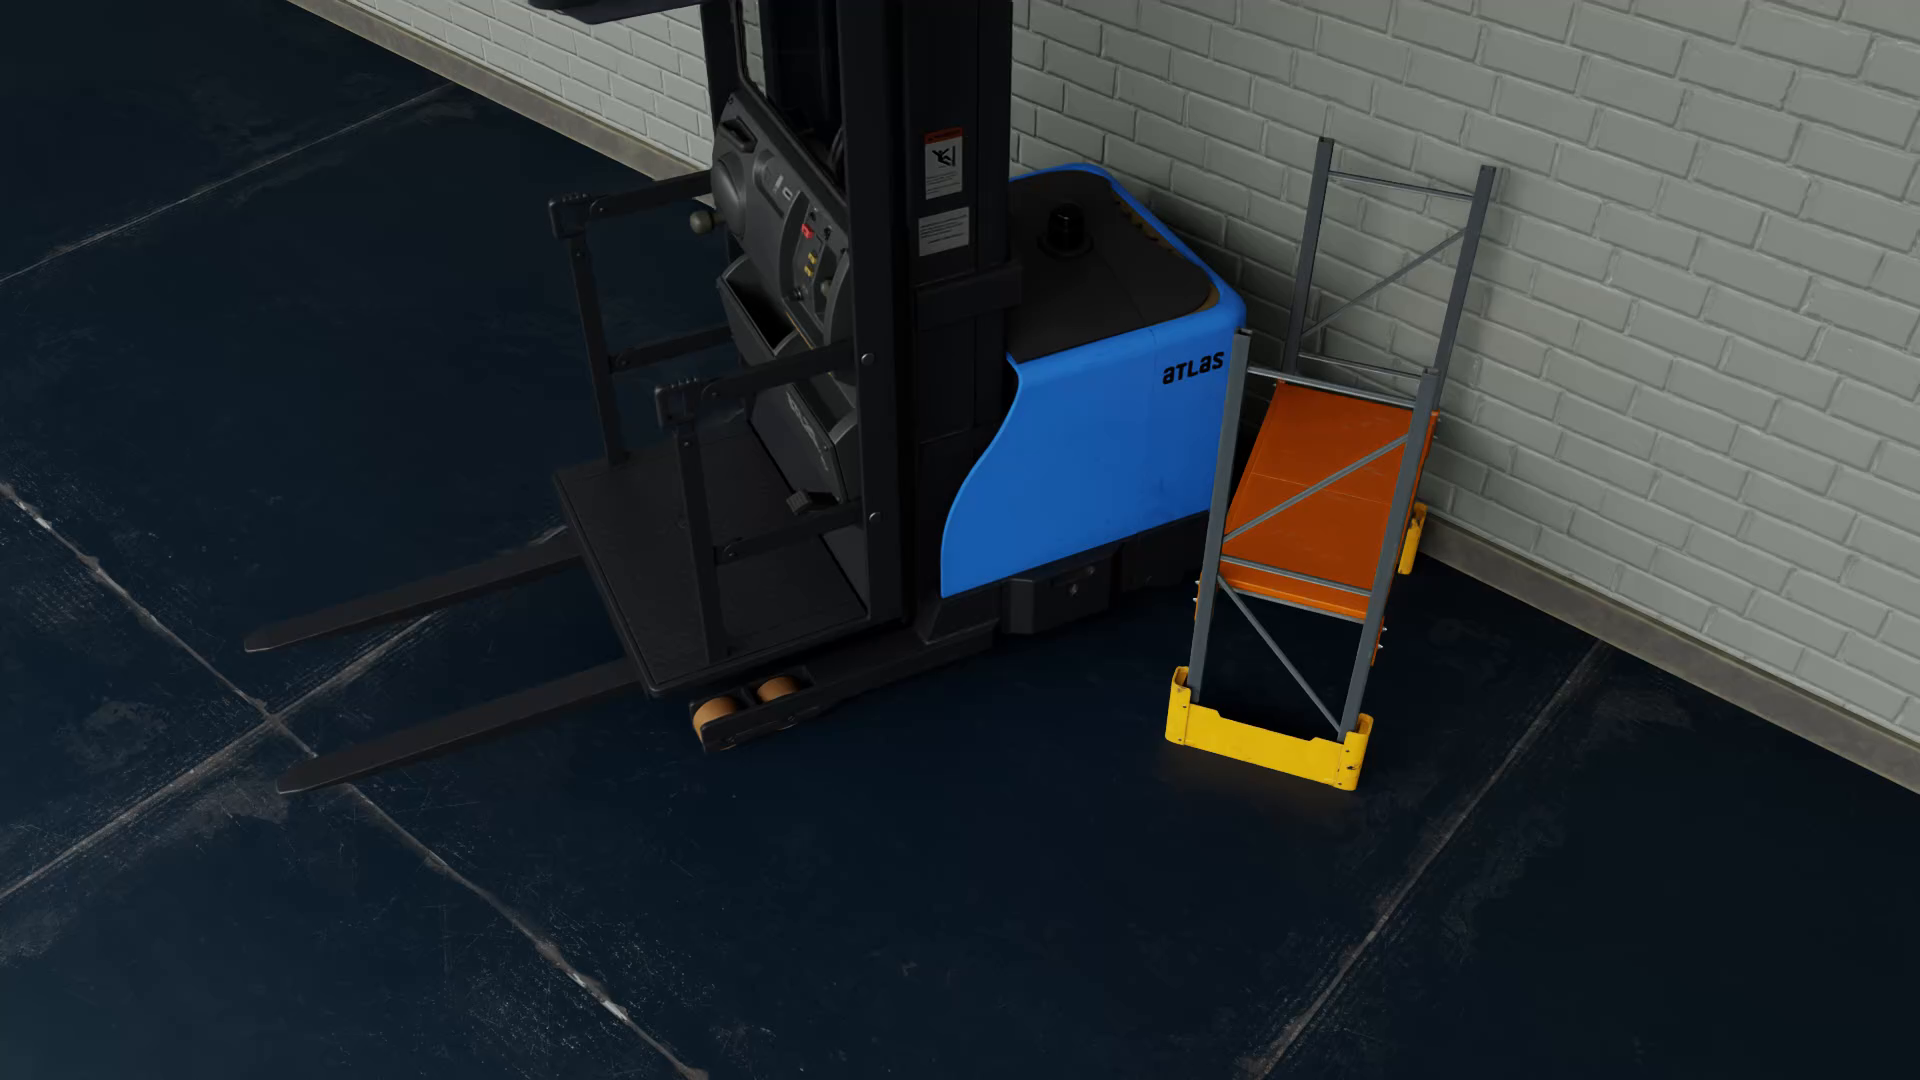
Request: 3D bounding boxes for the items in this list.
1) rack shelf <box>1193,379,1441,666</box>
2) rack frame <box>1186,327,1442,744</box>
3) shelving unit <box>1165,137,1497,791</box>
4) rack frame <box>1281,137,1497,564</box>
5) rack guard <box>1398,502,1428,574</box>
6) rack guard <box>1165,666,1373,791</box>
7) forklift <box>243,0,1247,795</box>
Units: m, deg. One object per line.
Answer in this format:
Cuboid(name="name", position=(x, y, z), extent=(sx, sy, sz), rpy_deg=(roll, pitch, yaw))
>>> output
Cuboid(name="rack shelf", position=(1.090, -0.089, 5.000), extent=(0.538, 0.185, 1.000), rpy_deg=(14, 44, 15))
Cuboid(name="rack frame", position=(0.911, 0.098, 4.527), extent=(0.500, 1.500, 0.032), rpy_deg=(14, 44, 15))
Cuboid(name="shelving unit", position=(1.087, -0.216, 4.873), extent=(0.587, 1.500, 1.083), rpy_deg=(14, 44, 15))
Cuboid(name="rack frame", position=(1.269, -0.542, 5.231), extent=(0.500, 1.500, 0.032), rpy_deg=(14, 44, 15))
Cuboid(name="rack guard", position=(1.262, -0.067, 5.638), extent=(0.587, 0.250, 0.087), rpy_deg=(14, 44, 15))
Cuboid(name="rack guard", position=(0.911, 0.560, 4.948), extent=(0.587, 0.250, 0.087), rpy_deg=(14, 44, 15))
Cuboid(name="forklift", position=(-0.683, -0.853, 4.510), extent=(3.031, 2.935, 1.130), rpy_deg=(-18, 45, -19))
